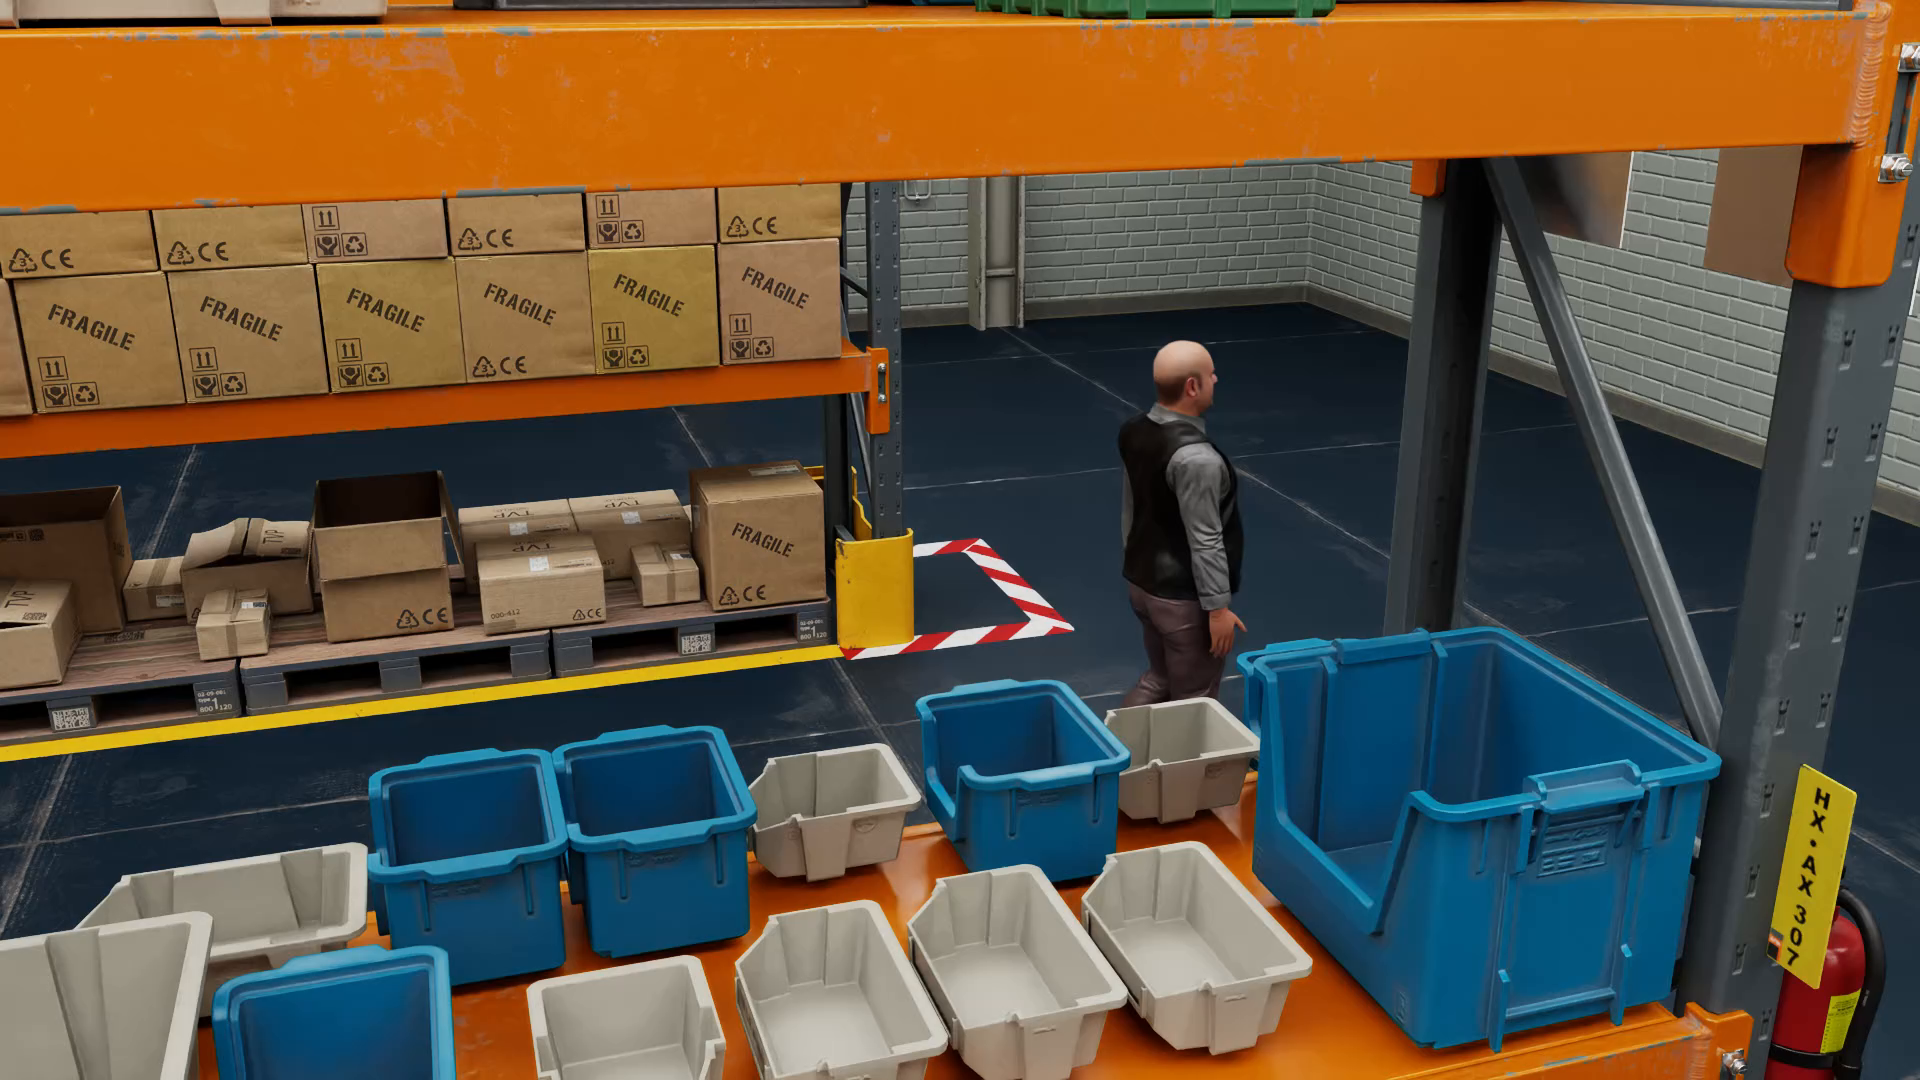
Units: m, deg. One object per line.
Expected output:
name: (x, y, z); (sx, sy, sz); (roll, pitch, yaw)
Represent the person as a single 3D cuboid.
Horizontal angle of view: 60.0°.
person: (0.750, 0.202, 5.580); (0.513, 1.765, 0.570); (-6, 20, -17)
